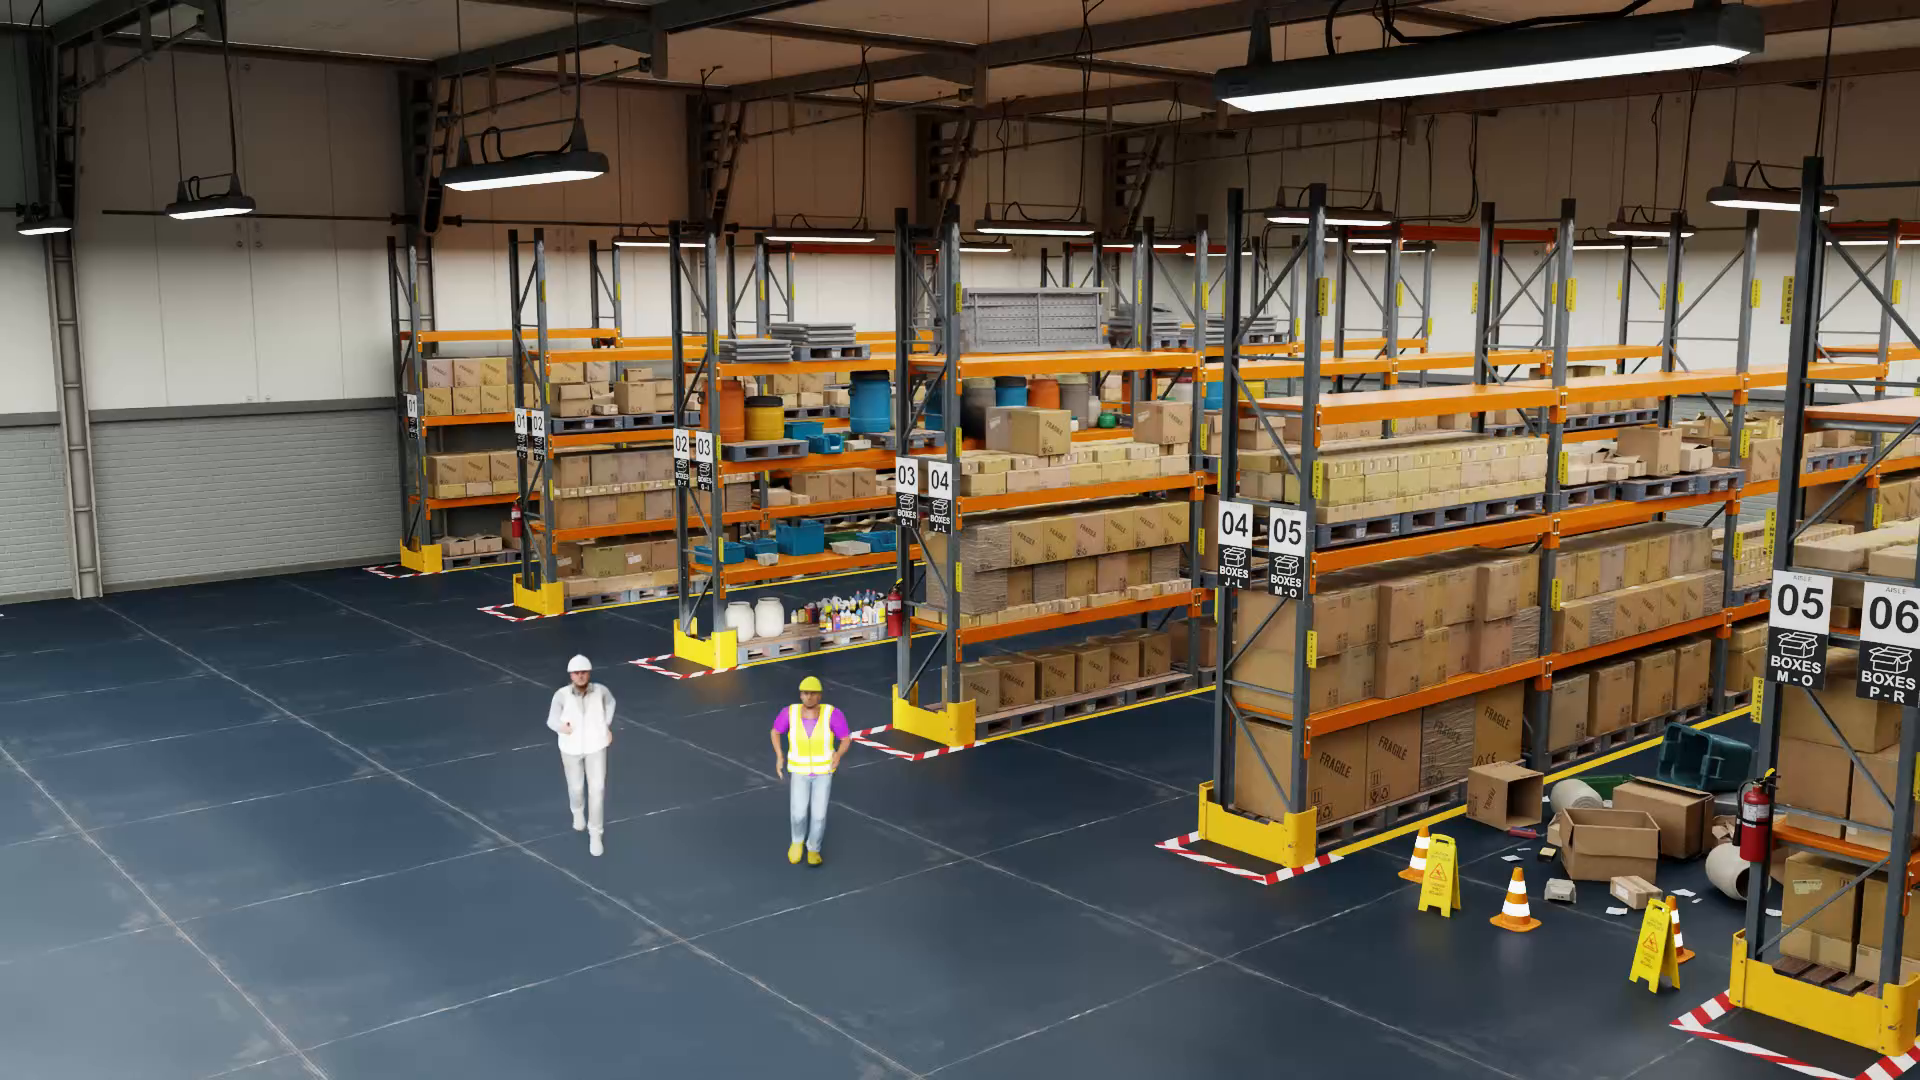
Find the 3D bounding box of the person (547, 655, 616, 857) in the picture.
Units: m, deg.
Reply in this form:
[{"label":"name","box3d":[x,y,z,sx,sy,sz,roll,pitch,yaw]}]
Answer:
[{"label":"person","box3d":[-3.490,1.928,15.394,0.623,1.790,0.924,-2,9,-12]}]

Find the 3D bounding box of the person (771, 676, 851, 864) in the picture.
[{"label":"person","box3d":[-1.310,2.057,14.712,0.704,1.733,0.612,-1,9,-7]}]

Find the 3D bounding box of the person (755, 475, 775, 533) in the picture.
[{"label":"person","box3d":[-3.616,-0.432,31.153,0.579,1.645,0.613,-8,12,-41]}]
